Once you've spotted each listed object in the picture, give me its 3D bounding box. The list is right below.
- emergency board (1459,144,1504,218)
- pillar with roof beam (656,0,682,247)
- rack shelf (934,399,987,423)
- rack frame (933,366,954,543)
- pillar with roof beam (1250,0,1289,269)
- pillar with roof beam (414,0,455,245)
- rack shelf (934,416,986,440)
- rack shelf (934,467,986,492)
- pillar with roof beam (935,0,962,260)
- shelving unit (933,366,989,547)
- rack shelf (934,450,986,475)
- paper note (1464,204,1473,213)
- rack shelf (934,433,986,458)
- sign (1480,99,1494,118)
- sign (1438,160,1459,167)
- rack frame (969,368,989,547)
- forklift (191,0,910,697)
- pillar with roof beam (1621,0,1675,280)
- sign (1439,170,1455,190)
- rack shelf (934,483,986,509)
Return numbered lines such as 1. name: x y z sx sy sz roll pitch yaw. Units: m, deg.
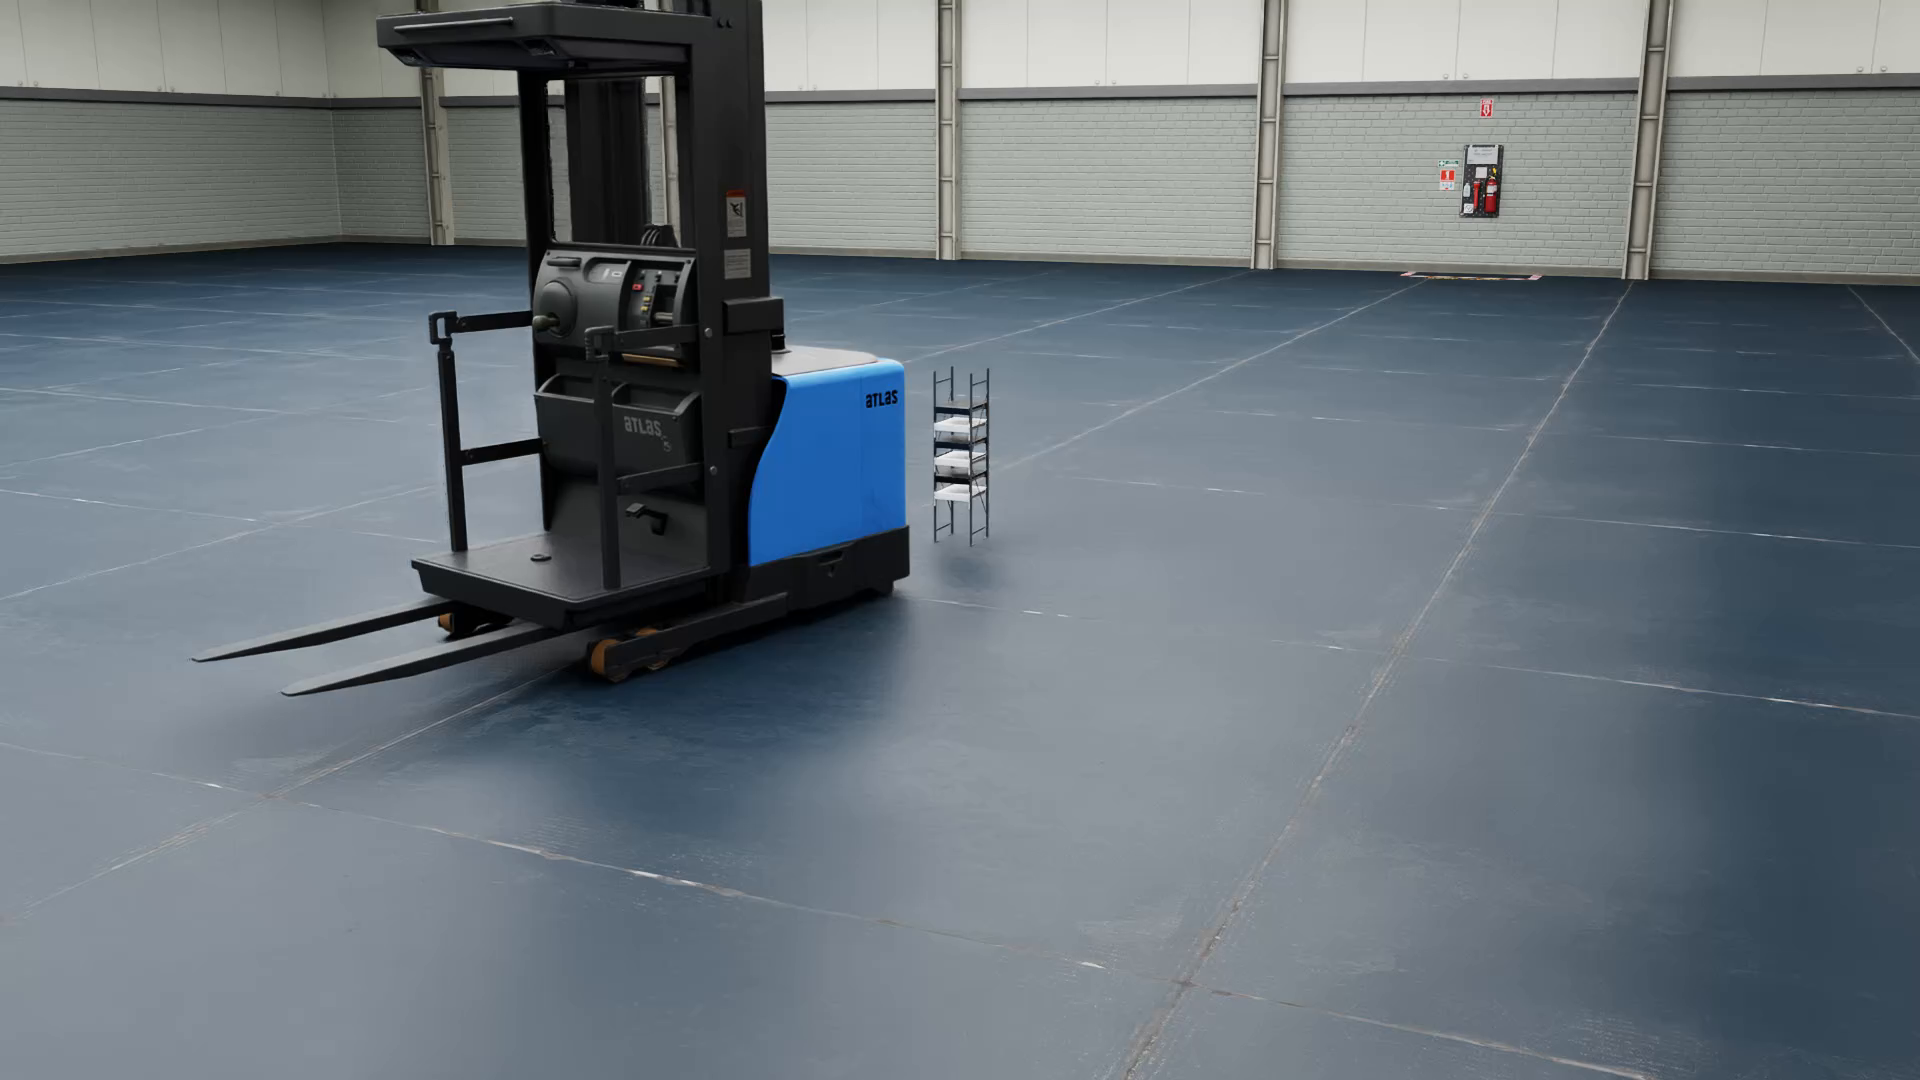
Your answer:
1. emergency board: 8.519 -5.863 27.176 0.643 1.169 0.194 6 14 23
2. pillar with roof beam: -7.438 -9.314 28.748 0.400 9.000 9.100 6 14 23
3. rack shelf: 0.007 -0.668 8.595 0.200 0.077 0.258 6 14 23
4. rack frame: -0.086 -0.447 8.689 0.006 0.900 0.240 6 14 23
5. pillar with roof beam: 3.533 -8.203 24.016 0.400 9.000 9.100 6 14 23
6. pillar with roof beam: -12.924 -9.869 31.114 0.400 9.000 9.100 6 14 23
7. rack shelf: 0.007 -0.580 8.615 0.200 0.077 0.258 6 14 23
8. rack shelf: 0.007 -0.317 8.677 0.200 0.077 0.258 6 14 23
9. pillar with roof beam: -1.953 -8.758 26.382 0.400 9.000 9.100 6 14 23
10. shelving unit: 0.007 -0.437 8.649 0.210 0.900 0.258 6 14 23
11. rack shelf: 0.007 -0.405 8.656 0.200 0.077 0.258 6 14 23
12. paper note: 8.385 -5.465 27.408 0.142 0.148 0.016 6 14 23
13. rack shelf: 0.007 -0.493 8.636 0.200 0.077 0.258 6 14 23
14. sign: 8.552 -7.013 27.003 0.199 0.298 0.001 6 14 23
15. sign: 8.056 -6.209 27.412 0.331 0.109 0.001 6 14 23
16. rack frame: 0.100 -0.428 8.609 0.006 0.900 0.240 6 14 23
17. forklift: -1.552 -1.007 6.631 1.130 2.935 3.031 10 17 38
18. pillar with roof beam: 9.019 -7.648 21.650 0.400 9.000 9.100 6 14 23
19. sign: 8.055 -5.953 27.482 0.234 0.329 0.001 6 14 23
20. rack shelf: 0.007 -0.230 8.698 0.200 0.077 0.258 6 14 23
